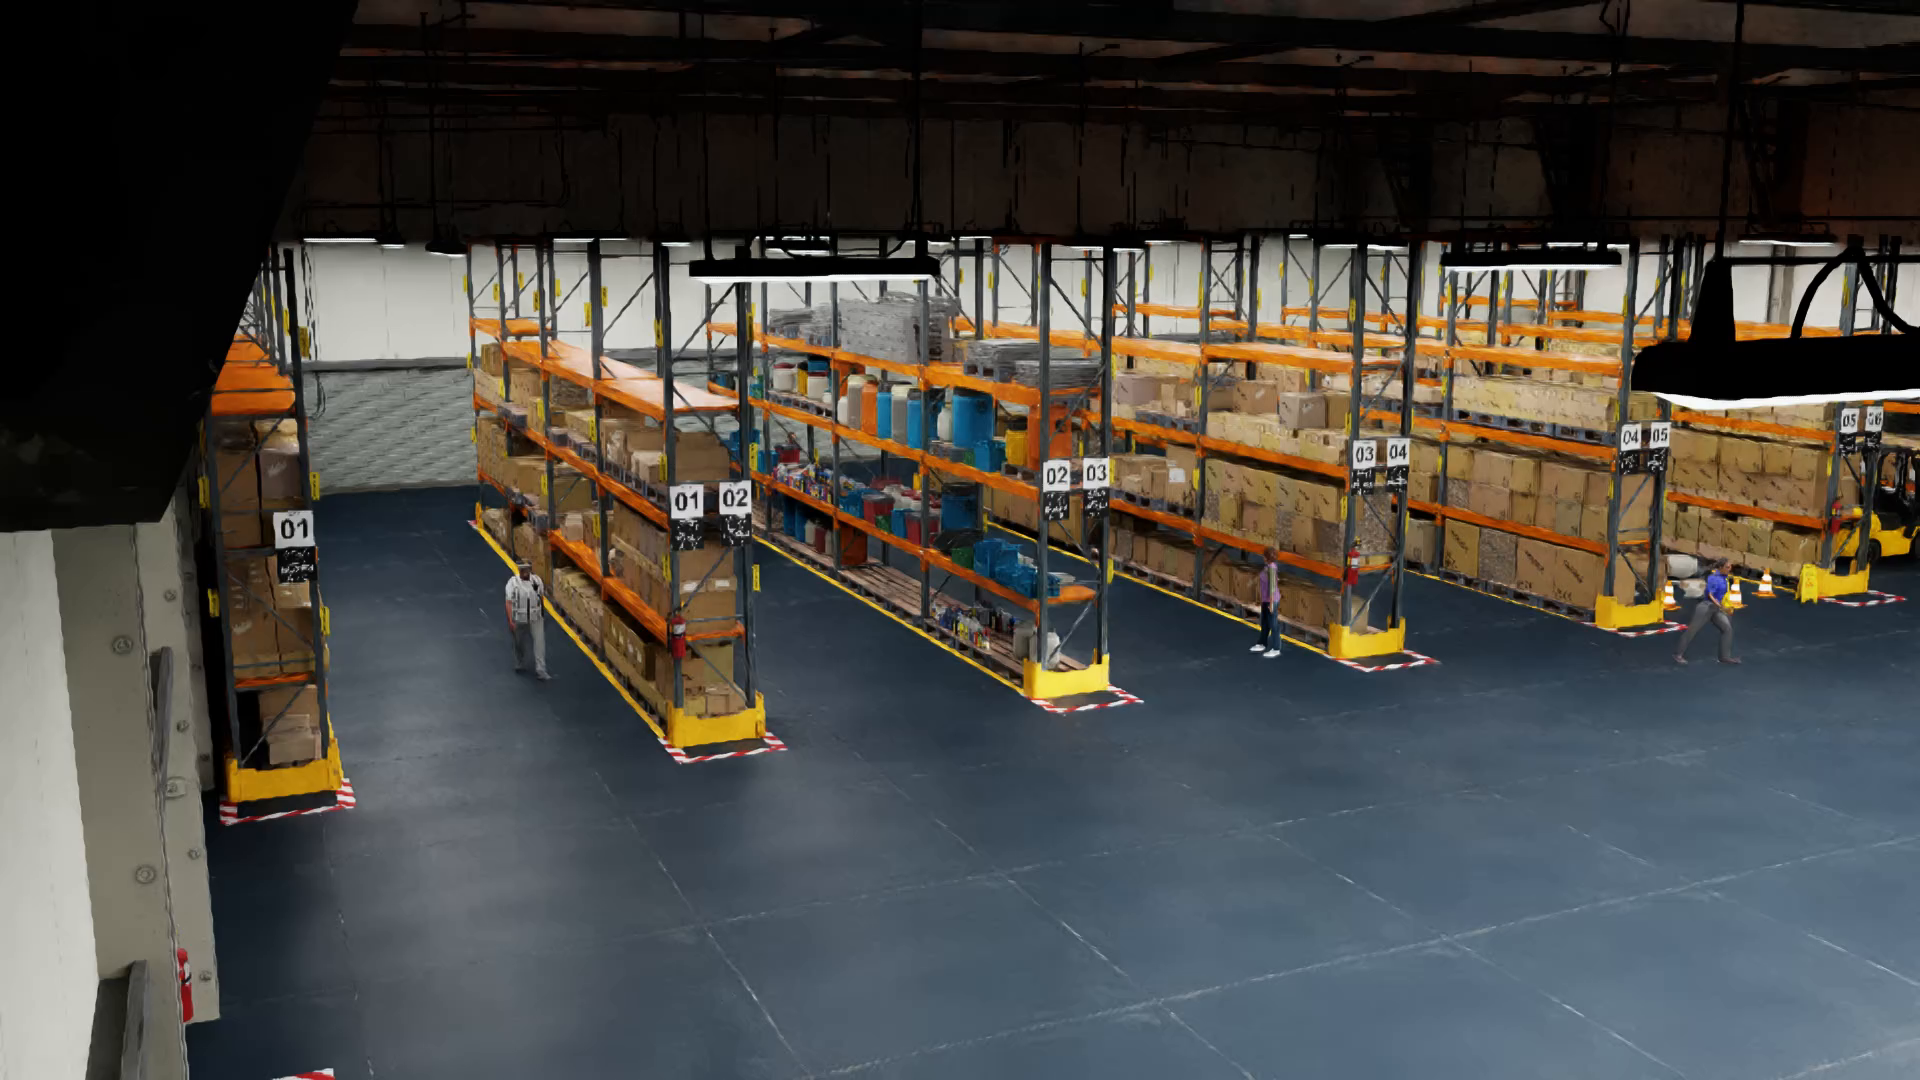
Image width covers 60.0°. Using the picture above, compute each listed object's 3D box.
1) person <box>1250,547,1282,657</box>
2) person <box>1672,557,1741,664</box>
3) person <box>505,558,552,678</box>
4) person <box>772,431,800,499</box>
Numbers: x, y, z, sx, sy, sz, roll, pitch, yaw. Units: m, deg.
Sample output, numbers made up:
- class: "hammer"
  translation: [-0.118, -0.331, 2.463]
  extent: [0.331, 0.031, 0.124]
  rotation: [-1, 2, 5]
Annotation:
- class: "person"
  translation: [4.500, 0.886, 24.309]
  extent: [0.450, 1.599, 0.467]
  rotation: [1, 11, 6]
- class: "person"
  translation: [10.727, 1.043, 23.808]
  extent: [0.613, 1.487, 0.822]
  rotation: [-9, 14, -39]
- class: "person"
  translation: [-6.047, 1.065, 23.167]
  extent: [0.542, 1.669, 1.126]
  rotation: [-4, 12, -21]
- class: "person"
  translation: [-3.877, -1.708, 37.741]
  extent: [0.646, 1.579, 0.820]
  rotation: [-10, 15, -43]
